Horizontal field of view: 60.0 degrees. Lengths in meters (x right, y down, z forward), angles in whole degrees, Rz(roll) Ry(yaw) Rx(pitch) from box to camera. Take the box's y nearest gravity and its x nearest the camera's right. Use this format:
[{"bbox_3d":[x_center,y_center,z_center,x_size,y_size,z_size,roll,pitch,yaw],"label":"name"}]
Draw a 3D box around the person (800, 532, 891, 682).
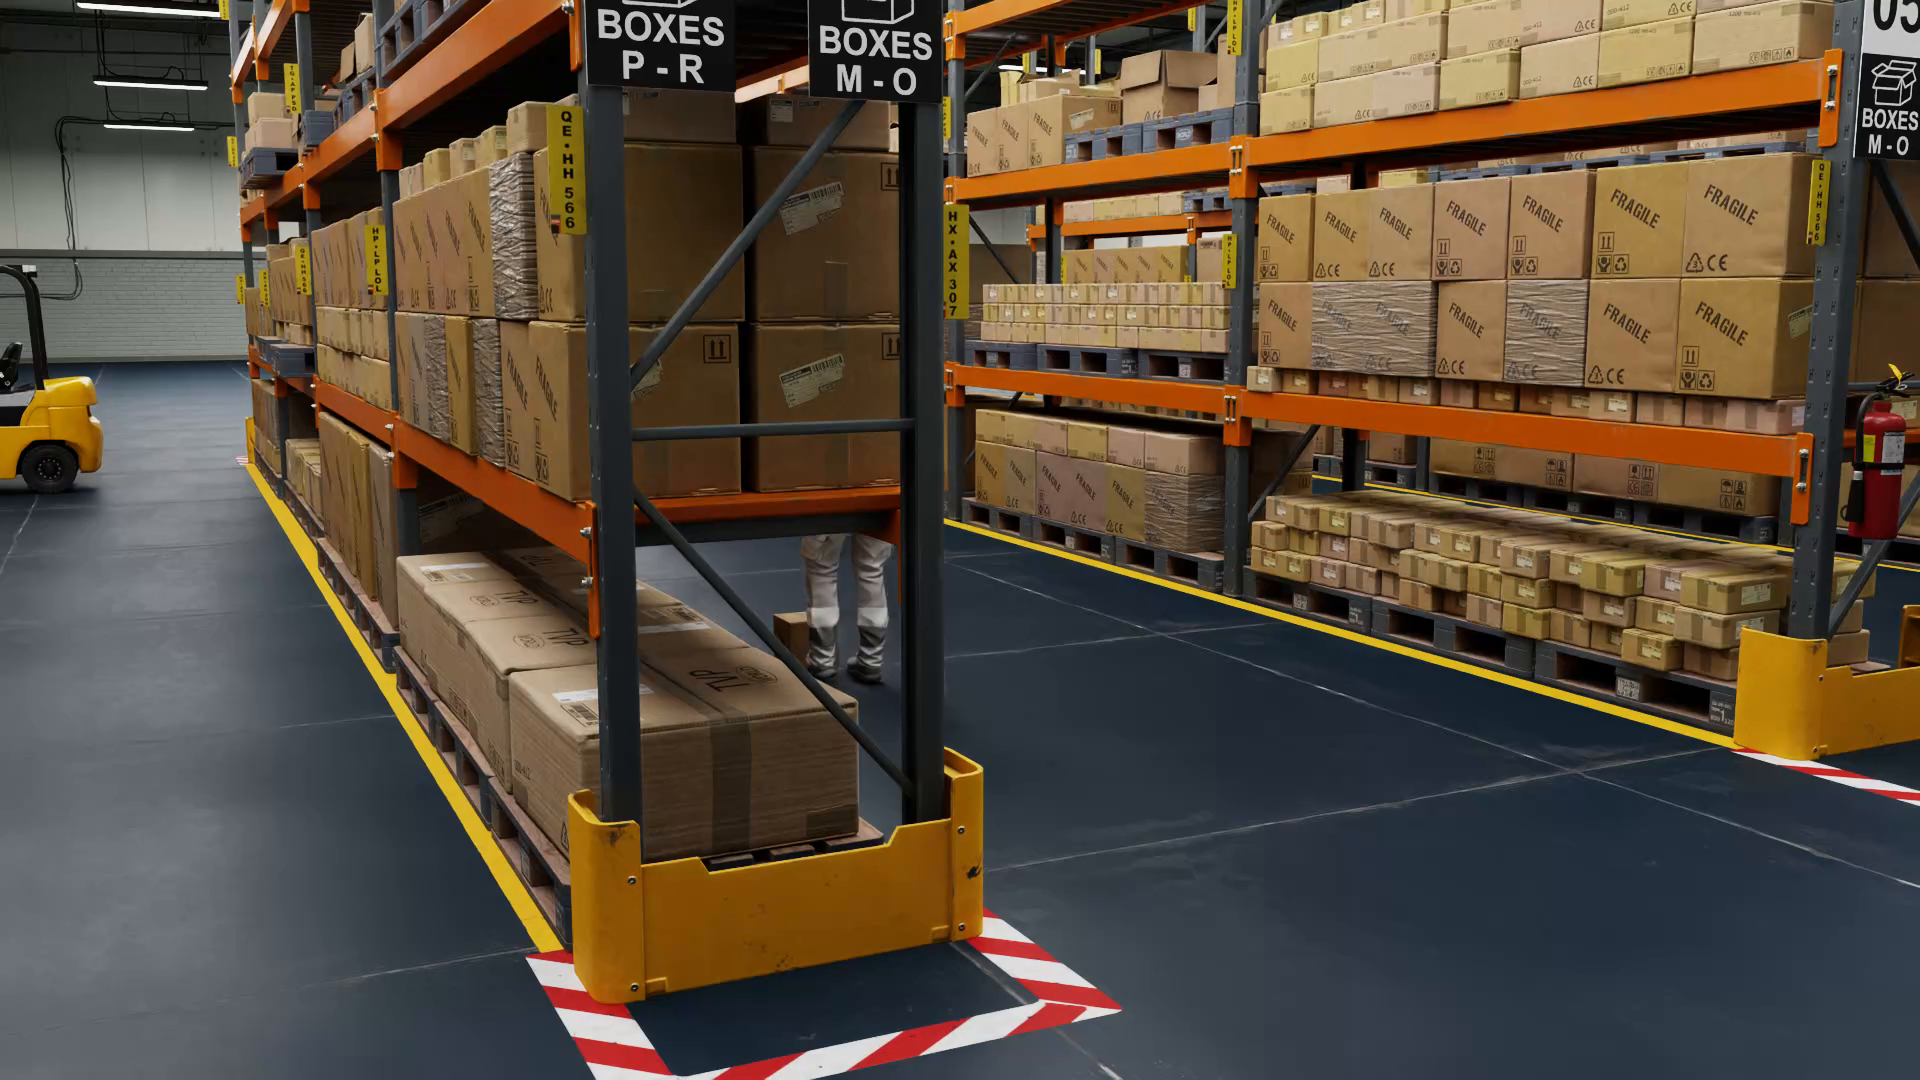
[{"bbox_3d":[-0.536,-0.190,8.041,0.598,1.837,0.448,-5,10,-31],"label":"person"}]
